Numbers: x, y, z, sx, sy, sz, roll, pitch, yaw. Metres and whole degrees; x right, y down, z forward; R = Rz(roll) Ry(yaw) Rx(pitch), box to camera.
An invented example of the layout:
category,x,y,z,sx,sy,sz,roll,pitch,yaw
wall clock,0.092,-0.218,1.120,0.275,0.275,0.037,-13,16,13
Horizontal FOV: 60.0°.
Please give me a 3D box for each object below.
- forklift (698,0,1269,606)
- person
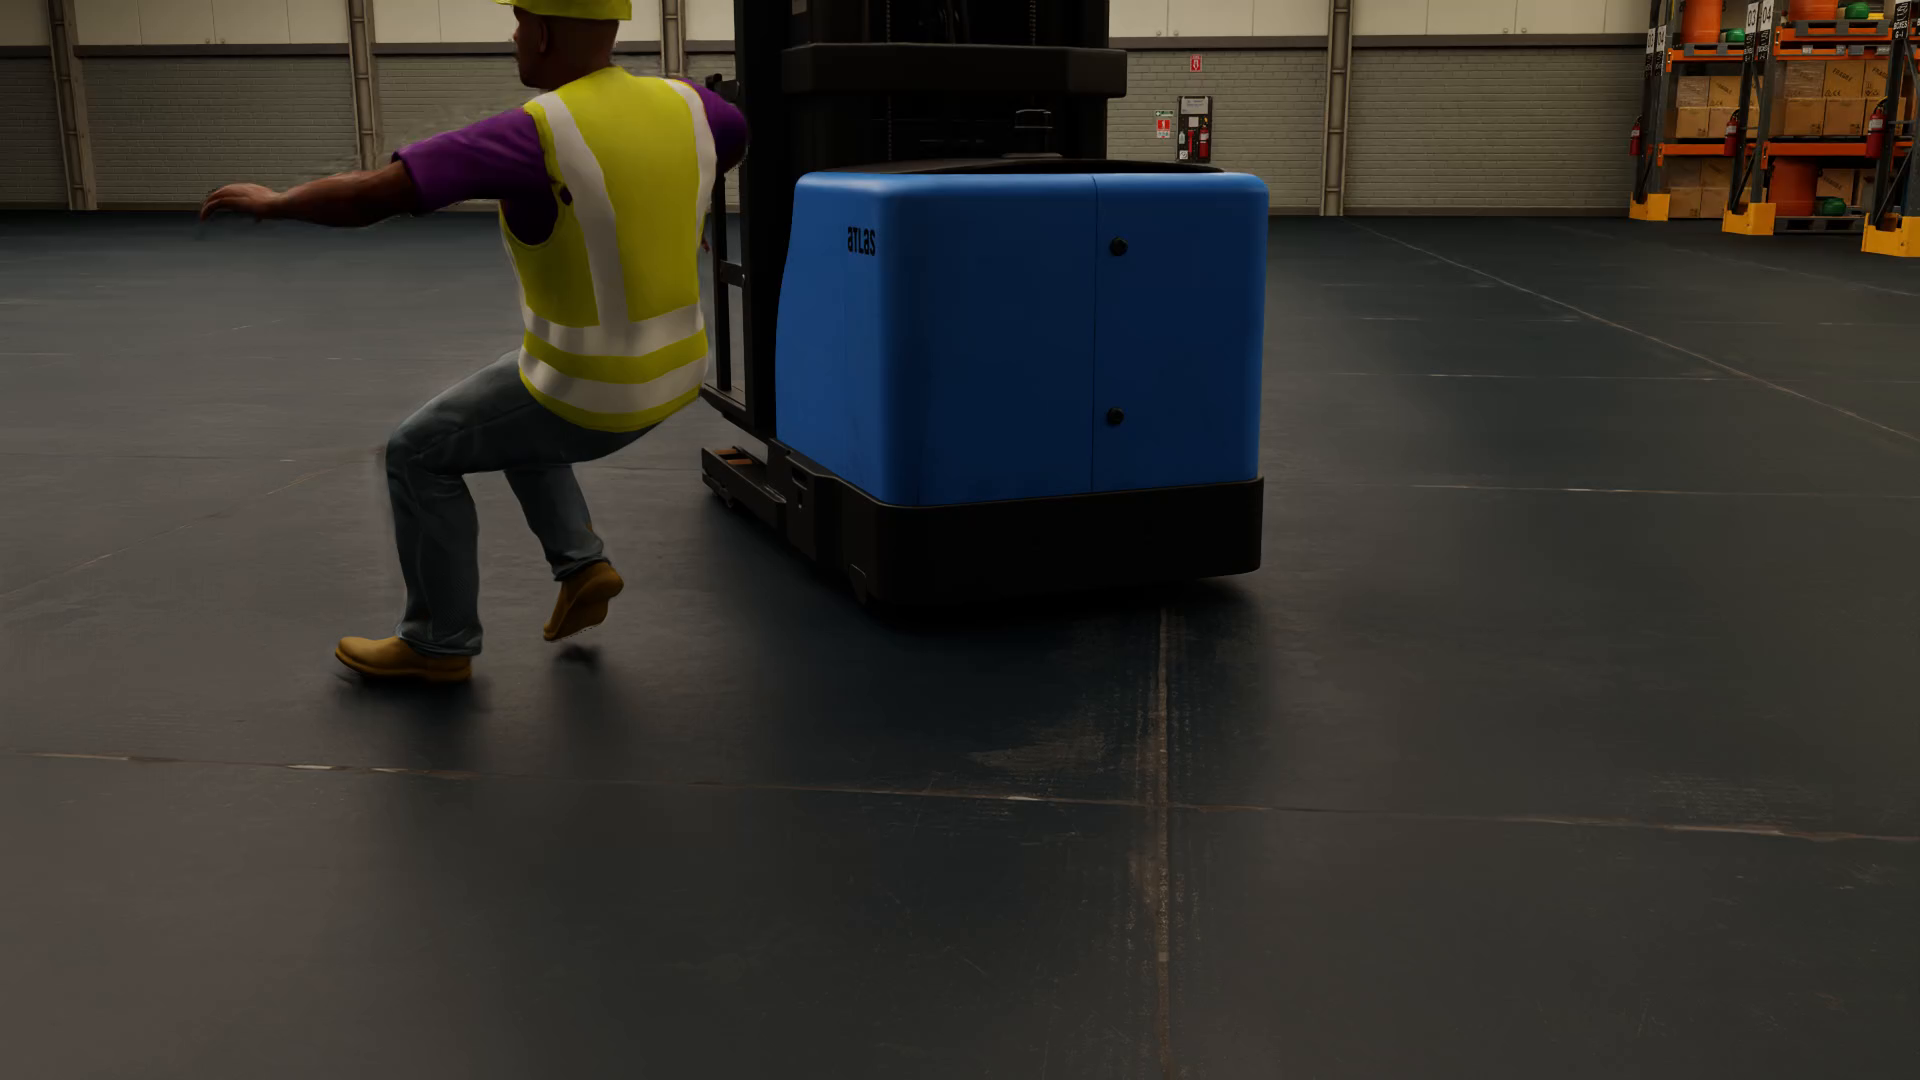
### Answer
category,x,y,z,sx,sy,sz,roll,pitch,yaw
forklift,-0.220,-1.557,5.167,1.130,2.935,3.031,-5,14,-21
person,-0.911,-0.443,3.521,0.847,1.524,1.140,6,14,23
